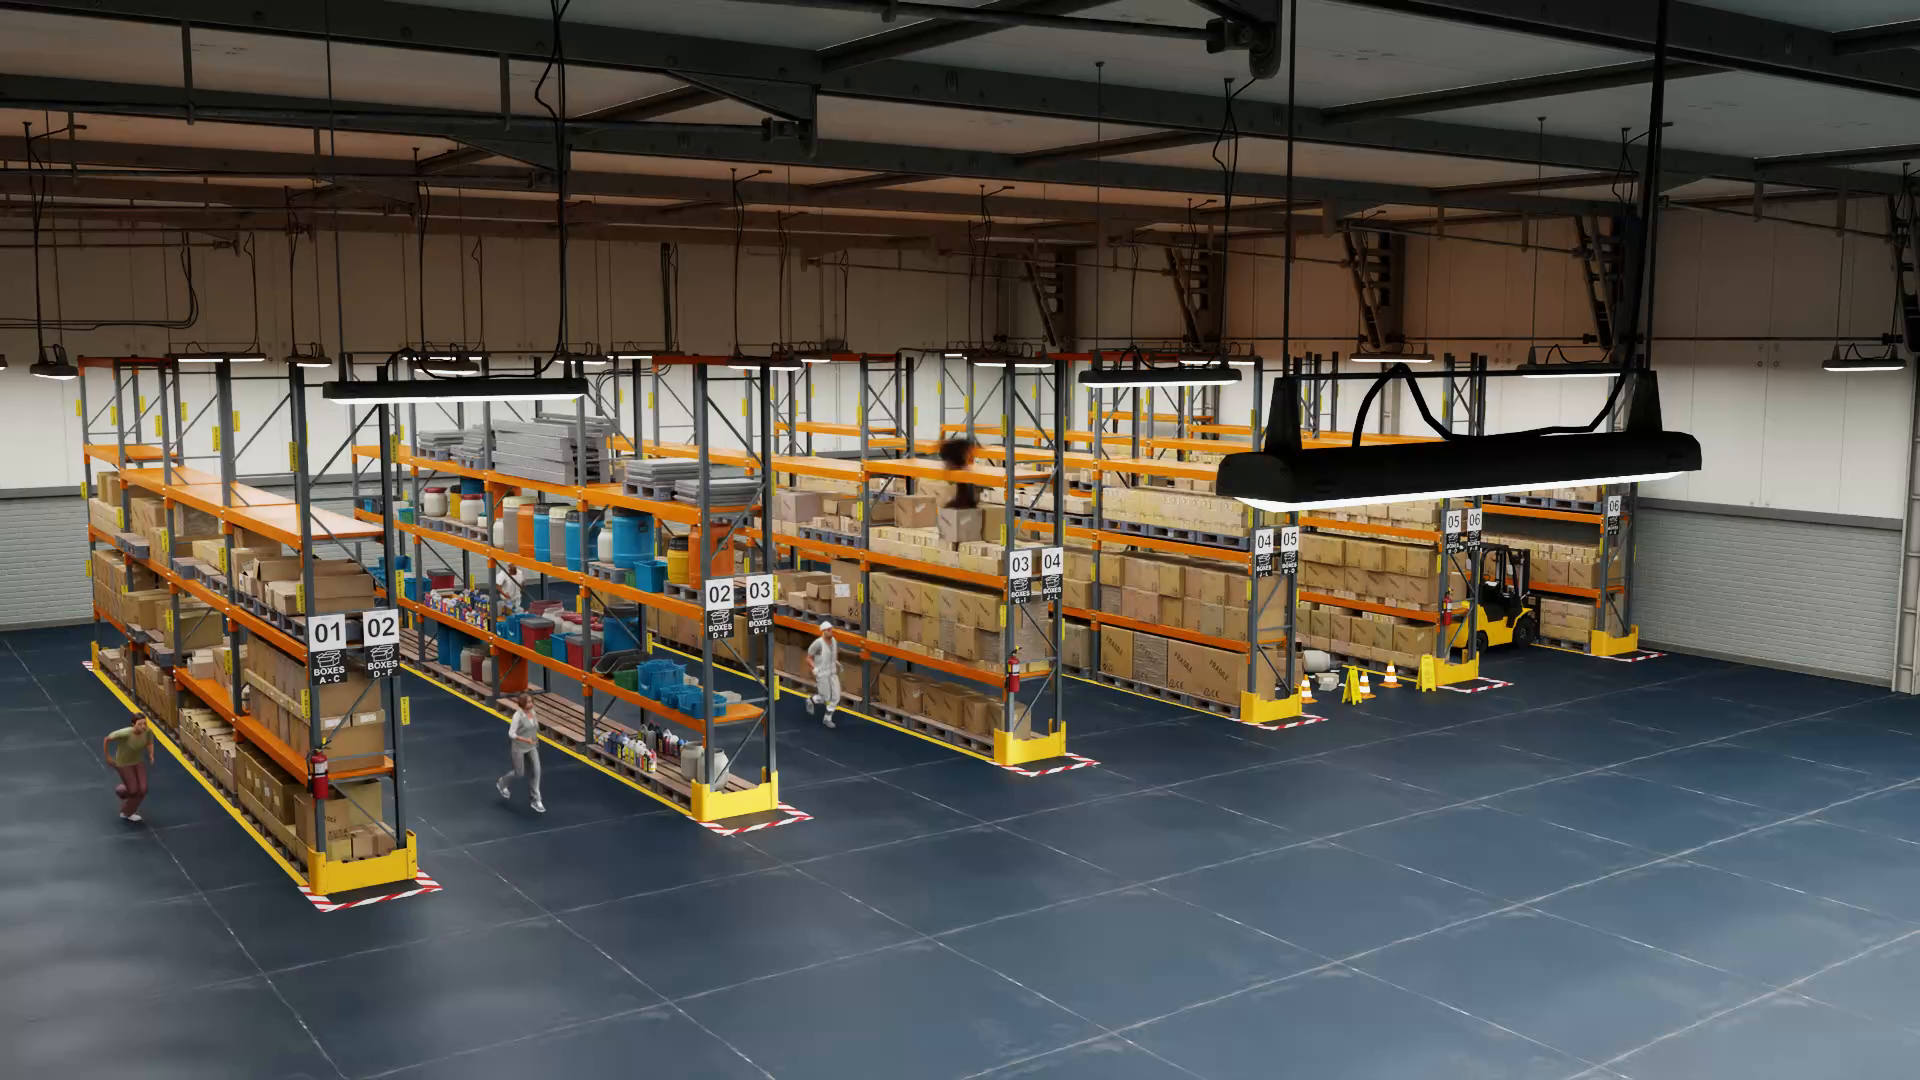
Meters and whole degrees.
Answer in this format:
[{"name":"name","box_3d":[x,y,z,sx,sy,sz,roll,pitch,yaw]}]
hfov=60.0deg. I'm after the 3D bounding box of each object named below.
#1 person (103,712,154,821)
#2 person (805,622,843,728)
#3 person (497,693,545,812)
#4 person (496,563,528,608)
[{"name":"person","box_3d":[-10.906,2.967,21.810,0.789,1.498,0.604,5,9,38]},{"name":"person","box_3d":[-2.248,2.181,27.288,0.676,1.735,0.674,7,10,44]},{"name":"person","box_3d":[-5.915,2.834,22.431,0.841,1.594,0.504,5,9,37]},{"name":"person","box_3d":[-9.567,1.218,35.317,0.677,1.712,0.704,7,10,43]}]
